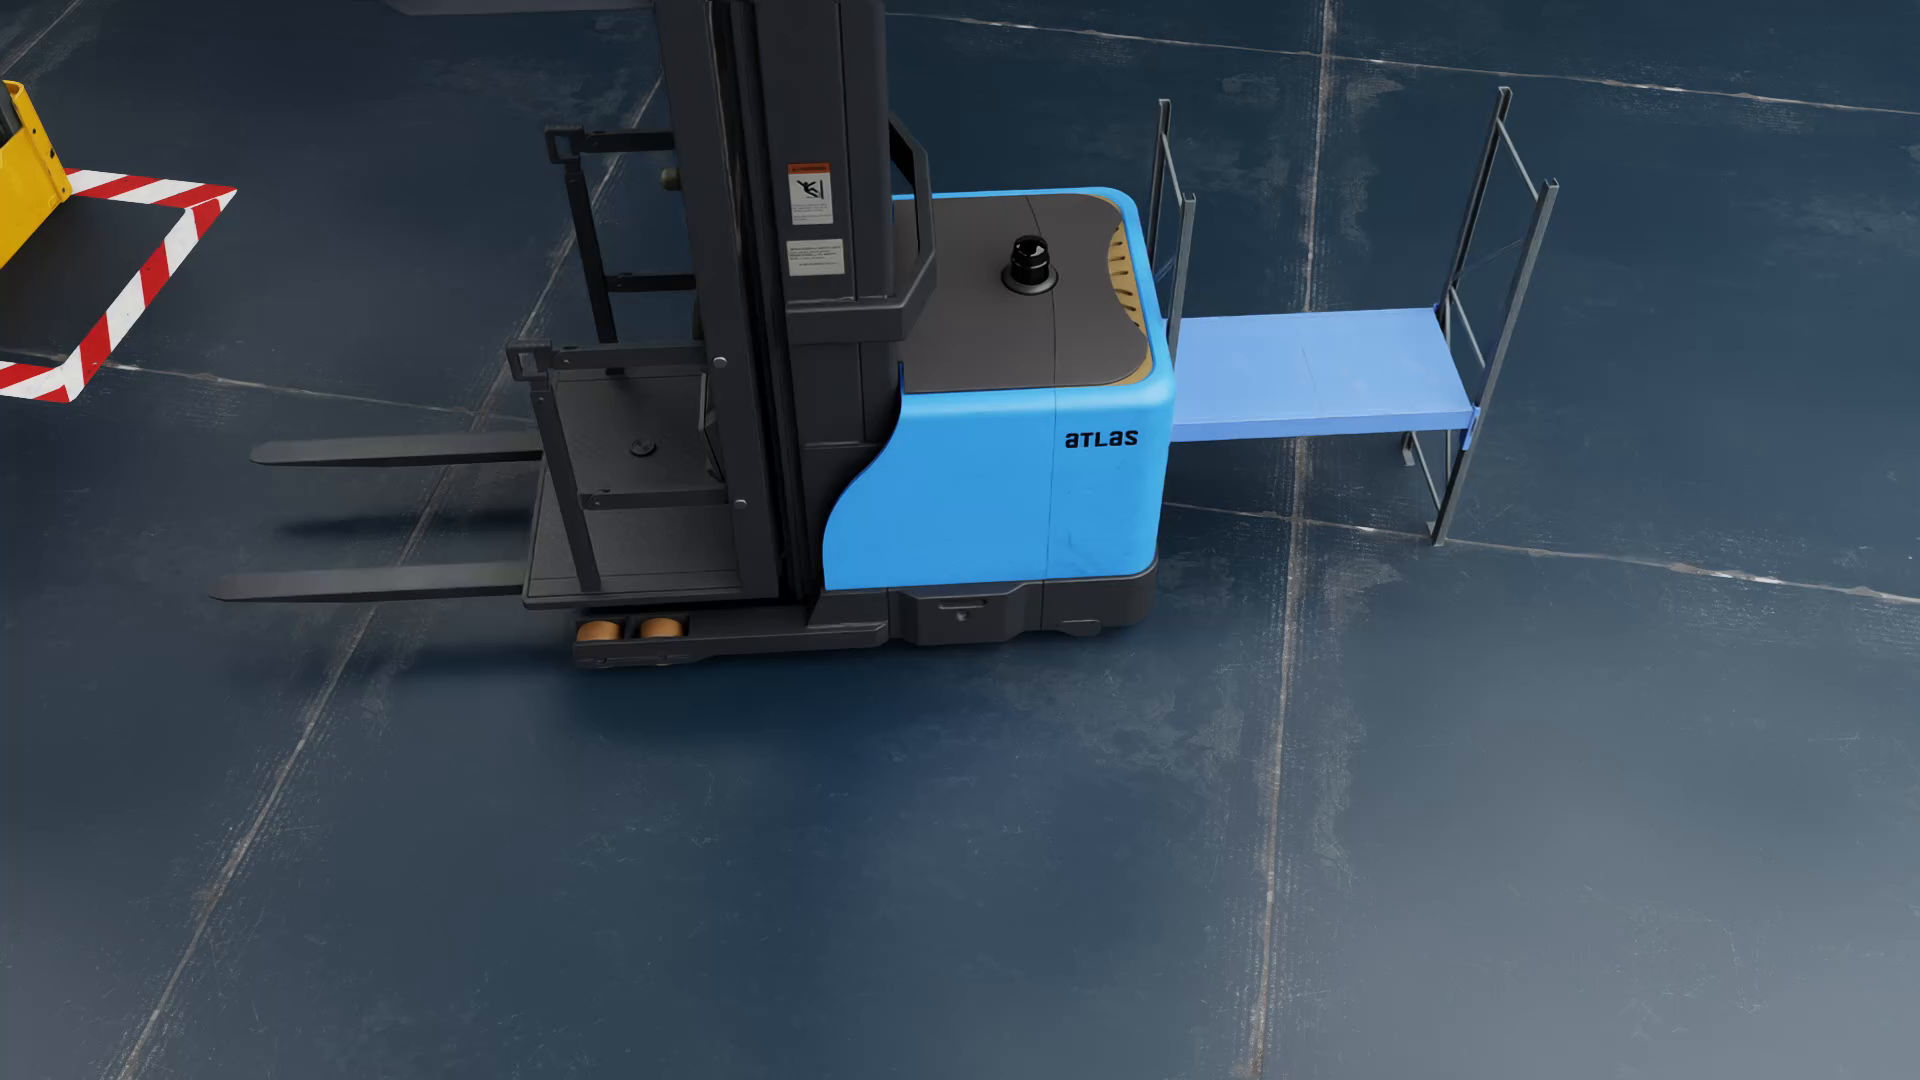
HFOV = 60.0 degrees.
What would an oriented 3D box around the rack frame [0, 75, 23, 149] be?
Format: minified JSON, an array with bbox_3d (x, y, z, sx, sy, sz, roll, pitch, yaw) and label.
[{"bbox_3d":[-3.968,-2.105,5.624,0.127,3.000,1.000,8,49,7],"label":"rack frame"}]

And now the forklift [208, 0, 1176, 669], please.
[{"bbox_3d":[-0.906,-0.973,4.654,3.031,2.935,1.130,-3,48,-2],"label":"forklift"}]

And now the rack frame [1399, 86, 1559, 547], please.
[{"bbox_3d":[1.632,-0.663,5.338,0.032,1.500,0.500,-3,48,-2],"label":"rack frame"}]

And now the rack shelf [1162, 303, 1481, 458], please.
[{"bbox_3d":[1.125,-0.518,5.449,1.000,0.185,0.538,-3,48,-2],"label":"rack shelf"}]

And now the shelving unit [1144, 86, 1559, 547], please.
[{"bbox_3d":[1.125,-0.639,5.315,1.048,1.500,0.538,-3,48,-2],"label":"shelving unit"}]

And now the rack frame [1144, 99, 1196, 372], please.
[{"bbox_3d":[0.618,-0.614,5.293,0.032,1.500,0.500,-3,48,-2],"label":"rack frame"}]

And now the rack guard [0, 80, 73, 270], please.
[{"bbox_3d":[-4.043,-1.279,6.563,0.348,0.500,1.175,8,49,7],"label":"rack guard"}]
